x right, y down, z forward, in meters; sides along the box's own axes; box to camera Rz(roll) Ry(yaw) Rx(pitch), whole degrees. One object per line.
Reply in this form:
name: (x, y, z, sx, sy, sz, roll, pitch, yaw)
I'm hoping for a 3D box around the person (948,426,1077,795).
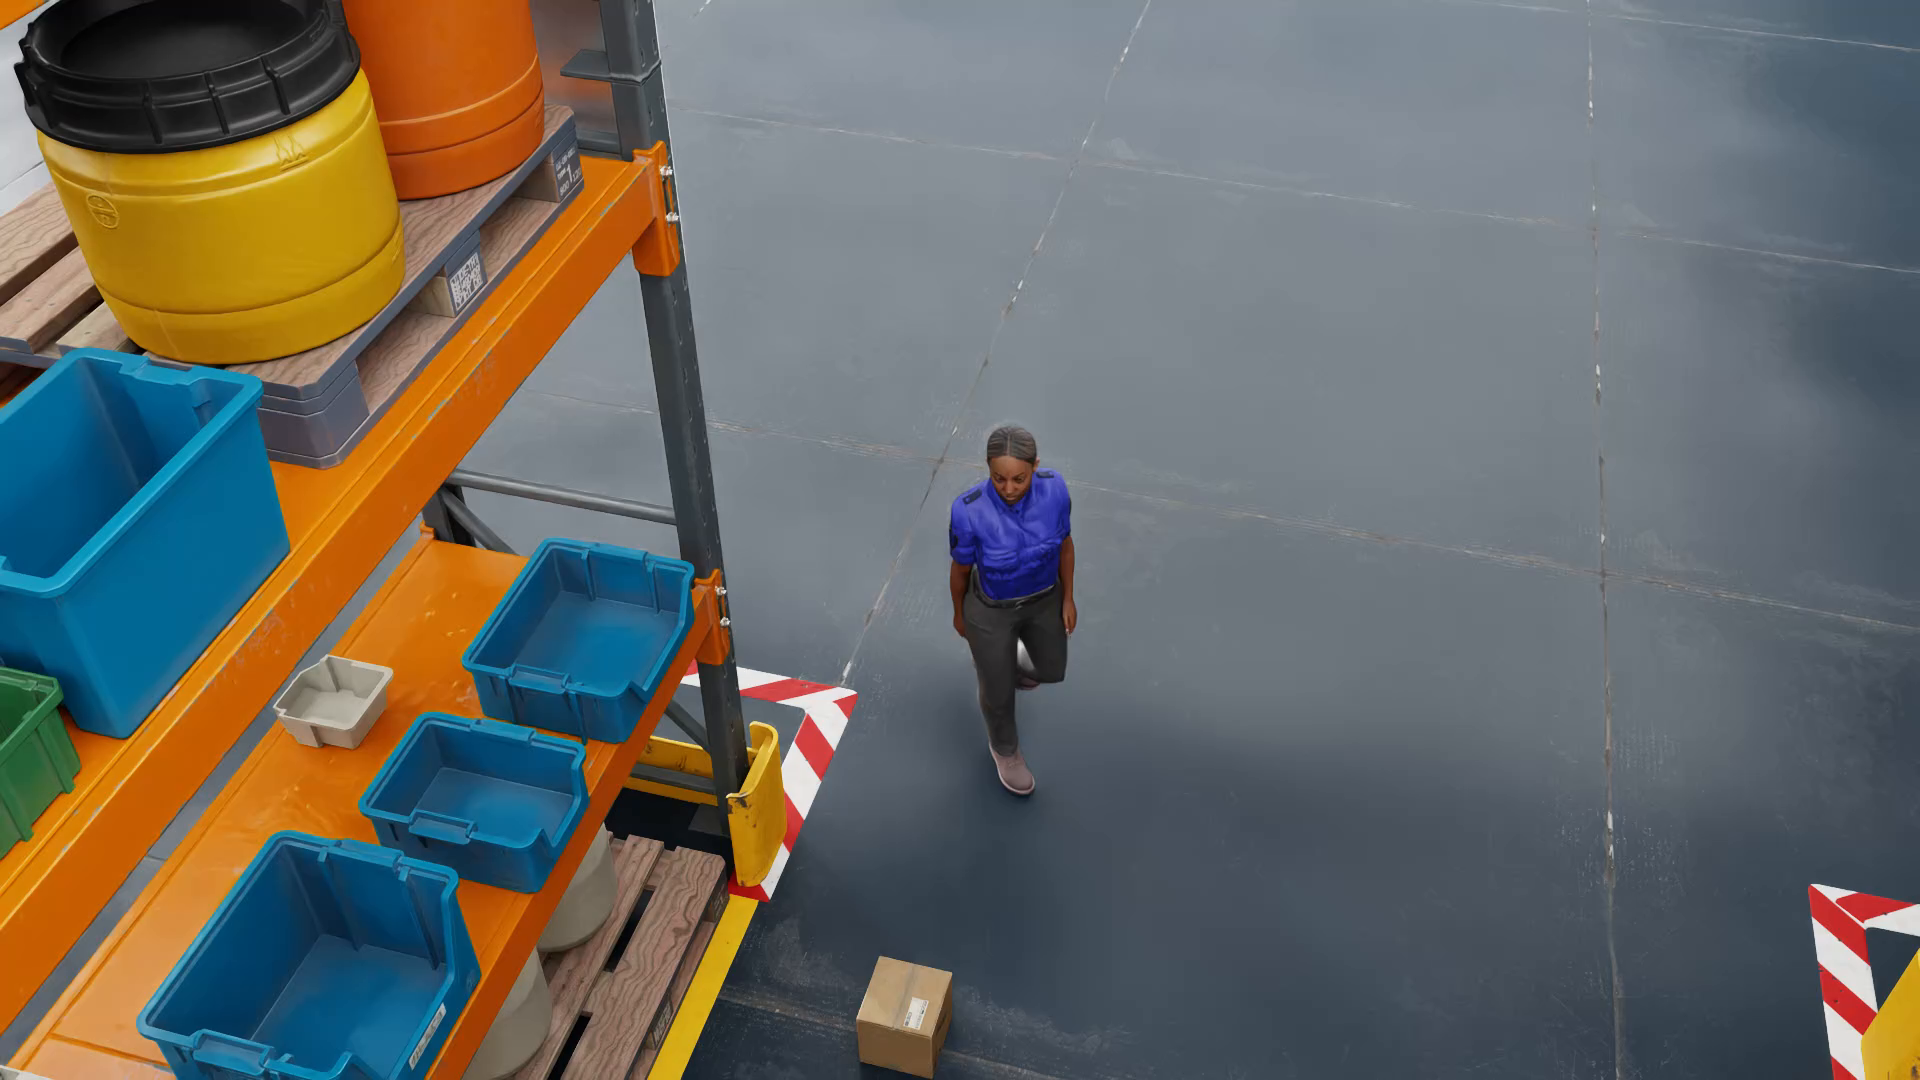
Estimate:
person: (0.160, 0.165, 5.953, 0.493, 1.652, 0.588, -15, 44, -17)
